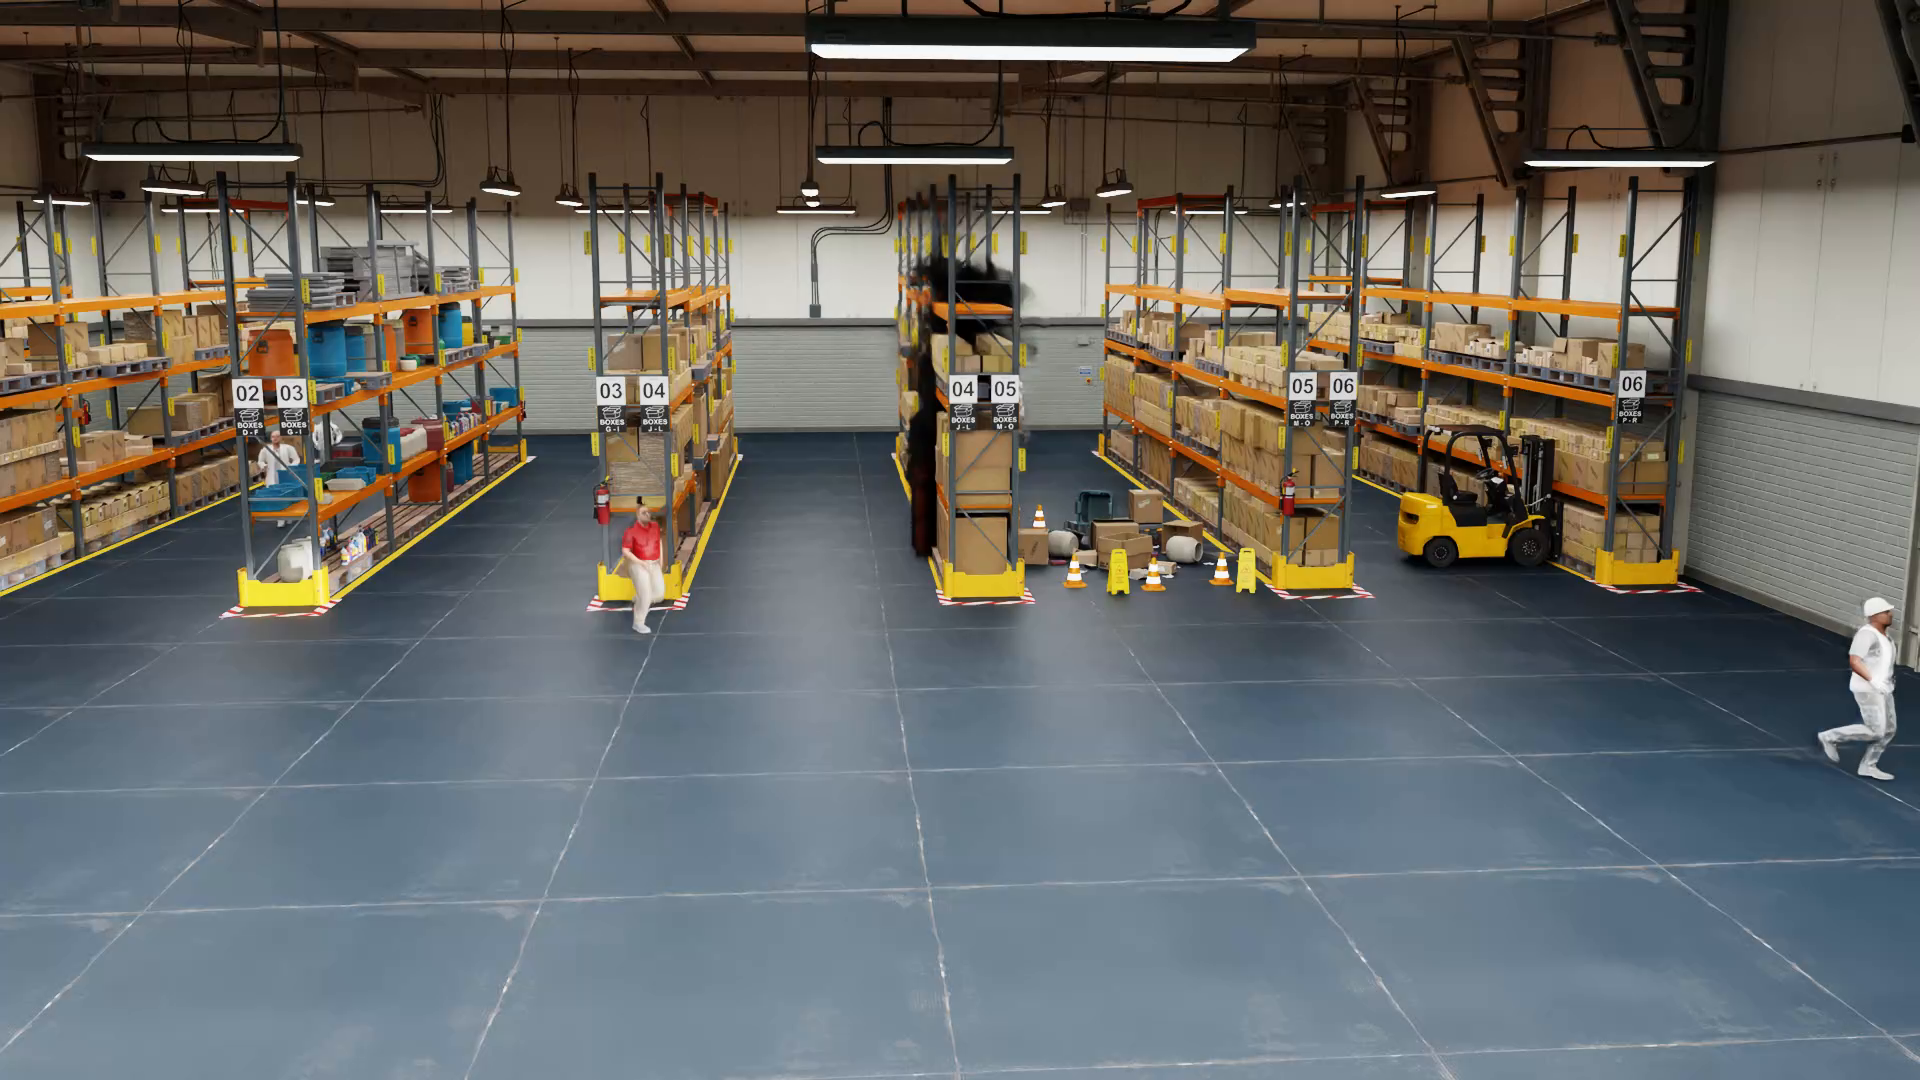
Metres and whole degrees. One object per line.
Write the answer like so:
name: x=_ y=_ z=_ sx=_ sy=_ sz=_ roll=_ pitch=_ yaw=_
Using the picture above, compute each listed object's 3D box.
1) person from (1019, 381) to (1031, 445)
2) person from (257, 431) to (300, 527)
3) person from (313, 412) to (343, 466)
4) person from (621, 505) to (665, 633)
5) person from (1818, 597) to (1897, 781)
person: x=1.464 y=-3.084 z=41.224 sx=0.636 sy=1.752 sz=0.663 roll=-1 pitch=10 yaw=-5
person: x=-12.217 y=-1.046 z=29.829 sx=0.702 sy=1.649 sz=0.649 roll=-3 pitch=10 yaw=-15
person: x=-13.141 y=-1.867 z=34.554 sx=0.617 sy=1.682 sz=0.747 roll=-3 pitch=10 yaw=-16
person: x=-4.129 y=0.368 z=21.815 sx=0.663 sy=1.682 sz=0.684 roll=9 pitch=14 yaw=42
person: x=8.606 y=1.395 z=15.841 sx=0.665 sy=1.737 sz=0.673 roll=9 pitch=14 yaw=43
